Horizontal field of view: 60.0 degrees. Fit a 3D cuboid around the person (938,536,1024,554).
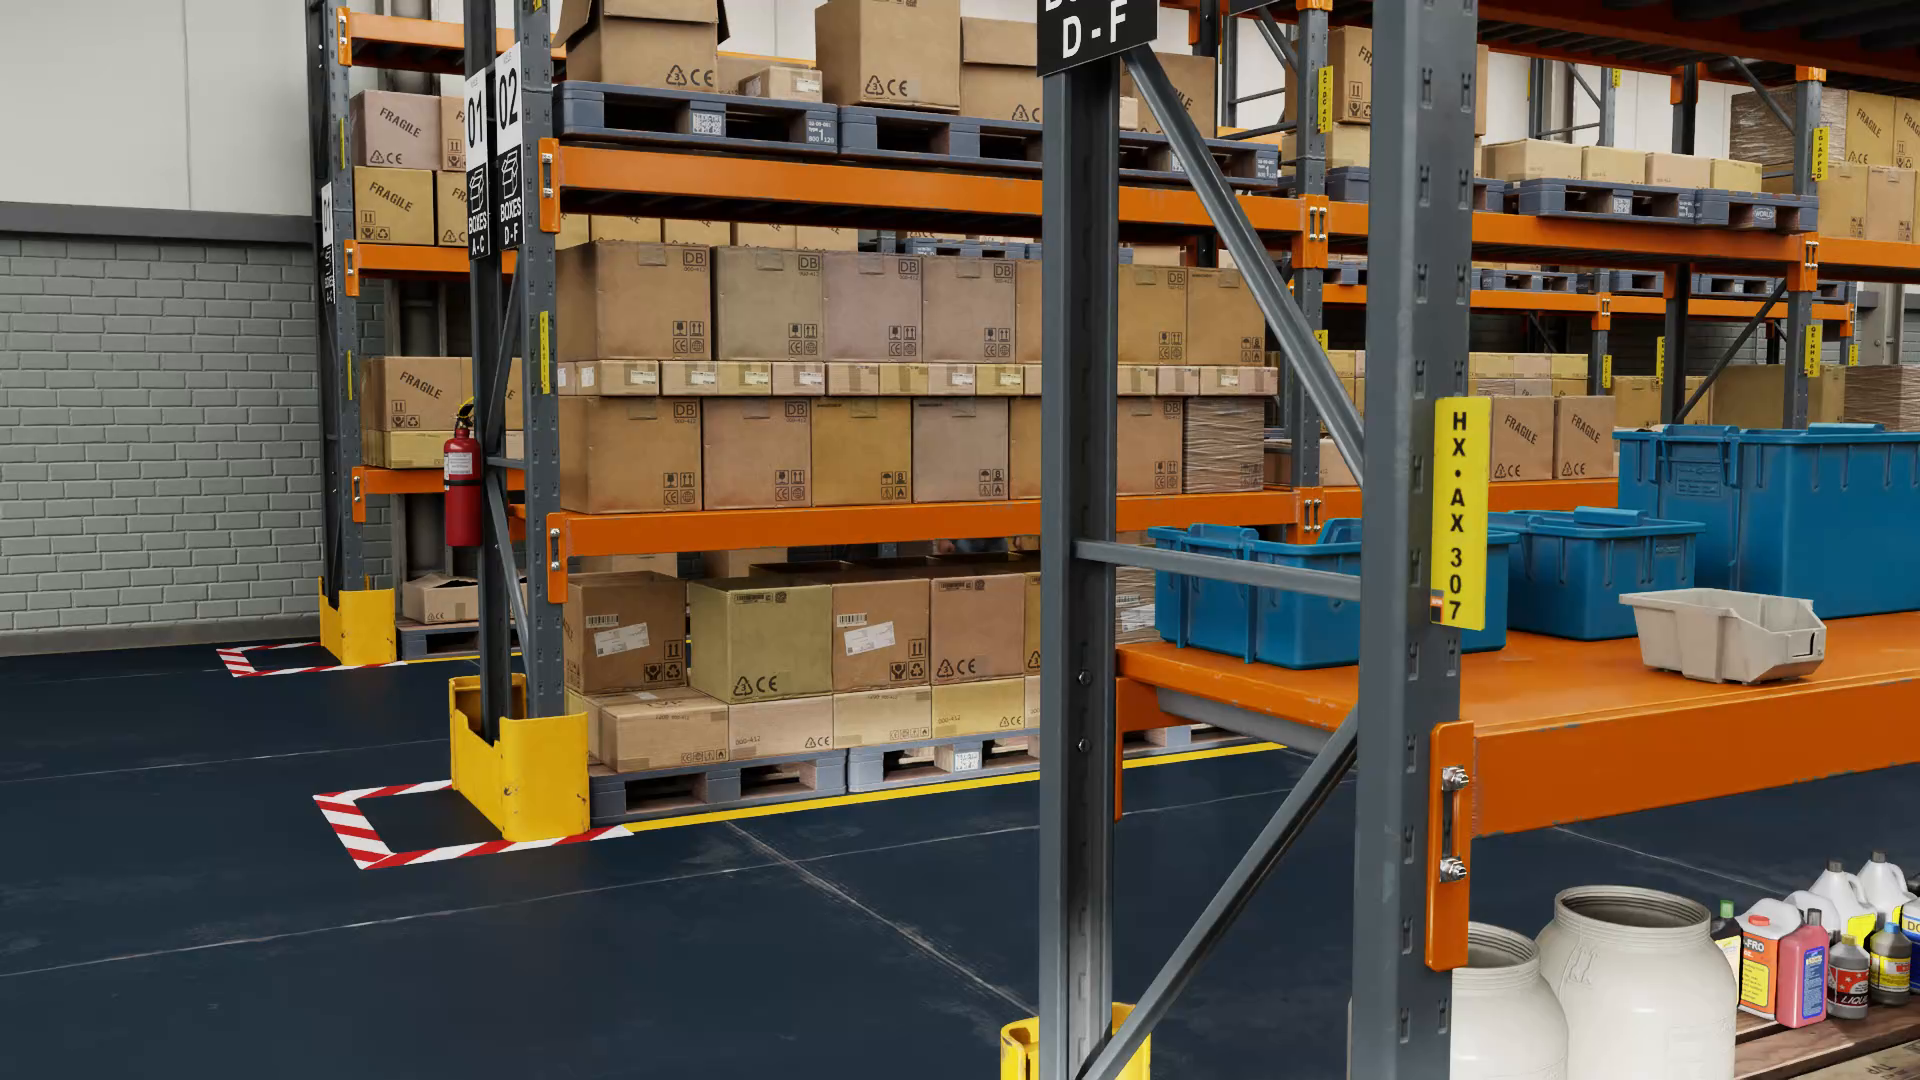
[{"bbox_3d":[0.131,-0.001,10.662,0.635,1.760,0.463,-3,6,-30],"label":"person"}]
